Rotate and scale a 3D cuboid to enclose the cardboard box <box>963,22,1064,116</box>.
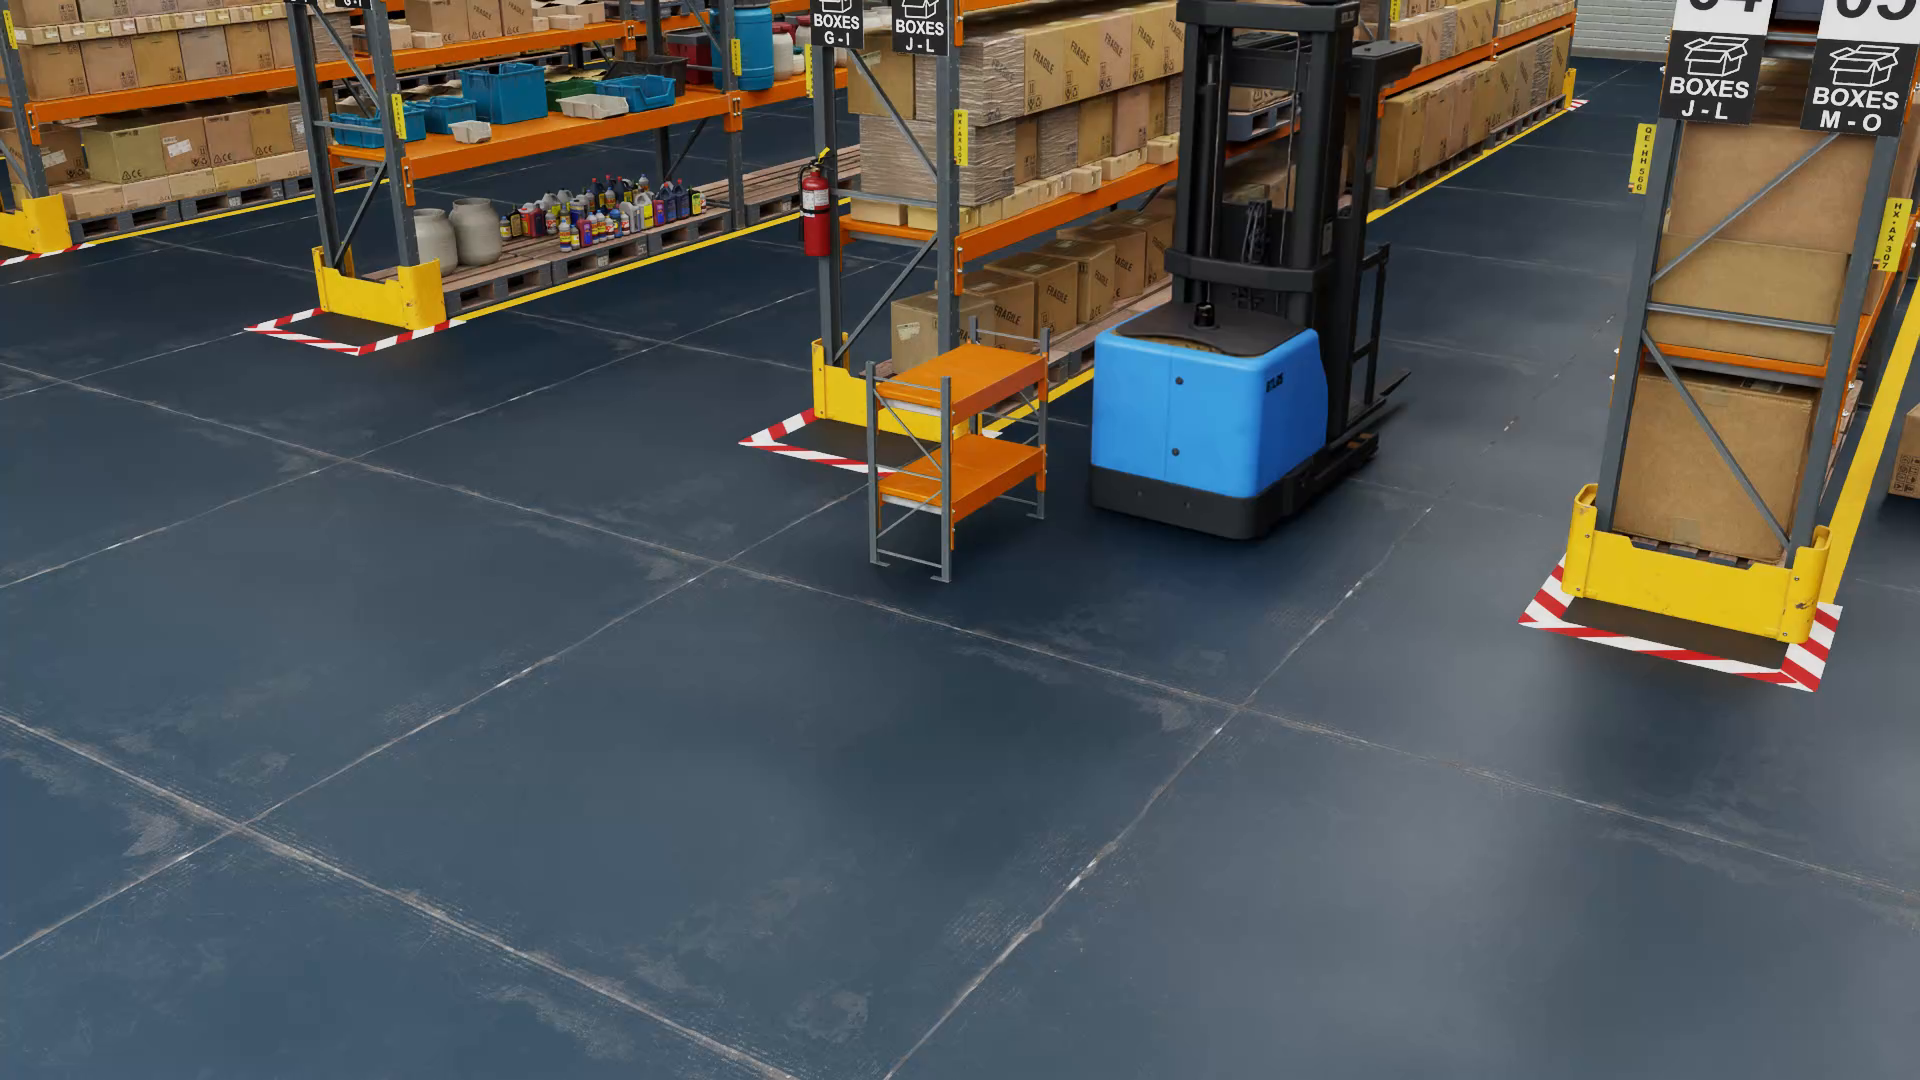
[{"bbox_3d":[0.333,-3.060,10.784,0.500,0.500,0.500,14,27,29],"label":"cardboard box"}]

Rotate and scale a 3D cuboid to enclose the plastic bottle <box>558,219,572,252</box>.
[{"bbox_3d":[-3.445,-2.658,14.494,0.097,0.271,0.097,0,23,0],"label":"plastic bottle"}]

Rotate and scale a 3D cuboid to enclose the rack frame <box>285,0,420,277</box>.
[{"bbox_3d":[-4.666,-3.161,12.776,1.000,3.000,0.127,14,27,29],"label":"rack frame"}]

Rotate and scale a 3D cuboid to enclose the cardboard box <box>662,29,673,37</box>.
[{"bbox_3d":[-5.456,-9.087,29.083,0.700,0.500,0.500,13,27,27],"label":"cardboard box"}]

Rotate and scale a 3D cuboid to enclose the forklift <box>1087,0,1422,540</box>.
[{"bbox_3d":[1.969,-1.880,9.902,1.130,2.935,3.031,15,27,31],"label":"forklift"}]

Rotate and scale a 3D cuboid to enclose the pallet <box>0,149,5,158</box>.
[{"bbox_3d":[-11.940,-4.660,19.749,1.003,0.211,1.213,14,27,29],"label":"pallet"}]

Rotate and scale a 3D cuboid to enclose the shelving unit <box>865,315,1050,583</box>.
[{"bbox_3d":[0.004,-0.518,9.032,0.538,1.125,1.048,14,27,29],"label":"shelving unit"}]

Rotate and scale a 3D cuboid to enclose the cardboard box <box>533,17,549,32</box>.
[{"bbox_3d":[-5.277,-6.343,20.443,0.380,0.149,0.250,16,28,33],"label":"cardboard box"}]

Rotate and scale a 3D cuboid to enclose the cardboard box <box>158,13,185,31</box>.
[{"bbox_3d":[-7.805,-5.066,16.235,0.380,0.149,0.250,13,27,28],"label":"cardboard box"}]

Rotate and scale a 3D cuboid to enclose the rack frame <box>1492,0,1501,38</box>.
[{"bbox_3d":[5.871,-6.173,19.734,1.000,3.000,0.127,14,27,29],"label":"rack frame"}]

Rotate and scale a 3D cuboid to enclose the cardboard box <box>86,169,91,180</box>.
[{"bbox_3d":[-8.587,-3.545,16.597,0.500,0.250,0.500,14,27,29],"label":"cardboard box"}]

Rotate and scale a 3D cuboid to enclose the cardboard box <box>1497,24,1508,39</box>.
[{"bbox_3d":[6.310,-6.088,19.854,0.380,0.149,0.250,14,27,29],"label":"cardboard box"}]

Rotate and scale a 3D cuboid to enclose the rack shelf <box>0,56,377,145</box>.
[{"bbox_3d":[-7.818,-4.545,16.879,1.077,0.370,4.000,14,27,29],"label":"rack shelf"}]

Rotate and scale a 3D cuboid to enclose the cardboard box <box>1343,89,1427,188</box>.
[{"bbox_3d":[4.143,-4.269,17.483,1.225,0.875,0.875,12,26,27],"label":"cardboard box"}]

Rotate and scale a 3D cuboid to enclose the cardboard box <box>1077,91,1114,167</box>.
[{"bbox_3d":[0.591,-3.005,11.916,0.875,0.500,0.500,14,27,29],"label":"cardboard box"}]

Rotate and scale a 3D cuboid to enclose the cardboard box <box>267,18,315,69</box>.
[{"bbox_3d":[-7.264,-5.266,17.512,0.700,0.500,0.500,14,27,28],"label":"cardboard box"}]

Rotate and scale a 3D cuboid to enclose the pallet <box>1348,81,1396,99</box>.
[{"bbox_3d":[3.476,-4.472,16.047,1.213,0.211,1.003,14,27,29],"label":"pallet"}]

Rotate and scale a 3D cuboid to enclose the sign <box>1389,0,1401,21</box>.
[{"bbox_3d":[4.227,-5.208,16.146,0.100,0.325,0.005,14,27,29],"label":"sign"}]

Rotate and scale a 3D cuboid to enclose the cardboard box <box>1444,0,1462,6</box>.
[{"bbox_3d":[5.170,-6.233,18.484,0.797,0.503,0.637,14,27,30],"label":"cardboard box"}]

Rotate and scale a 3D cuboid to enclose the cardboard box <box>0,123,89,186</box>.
[{"bbox_3d":[-8.843,-3.719,16.053,0.500,0.500,0.500,14,27,29],"label":"cardboard box"}]

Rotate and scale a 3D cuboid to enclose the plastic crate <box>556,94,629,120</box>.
[{"bbox_3d":[-3.198,-3.789,14.559,0.530,0.136,0.437,14,27,29],"label":"plastic crate"}]

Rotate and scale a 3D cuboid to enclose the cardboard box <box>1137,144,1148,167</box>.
[{"bbox_3d":[1.184,-2.905,12.501,0.380,0.149,0.250,14,27,29],"label":"cardboard box"}]

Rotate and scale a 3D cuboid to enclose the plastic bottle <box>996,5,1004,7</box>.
[{"bbox_3d":[0.485,-6.687,21.078,0.152,0.276,0.135,14,27,29],"label":"plastic bottle"}]

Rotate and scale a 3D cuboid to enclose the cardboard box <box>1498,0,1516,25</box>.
[{"bbox_3d":[6.342,-6.345,19.945,0.500,0.250,0.500,13,27,28],"label":"cardboard box"}]

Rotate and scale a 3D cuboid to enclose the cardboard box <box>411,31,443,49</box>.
[{"bbox_3d":[-6.122,-5.691,18.937,0.380,0.149,0.250,14,27,29],"label":"cardboard box"}]

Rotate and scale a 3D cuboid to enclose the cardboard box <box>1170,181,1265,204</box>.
[{"bbox_3d":[2.261,-2.888,14.738,0.700,0.500,0.500,14,27,29],"label":"cardboard box"}]

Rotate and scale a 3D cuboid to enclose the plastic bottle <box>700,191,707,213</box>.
[{"bbox_3d":[-2.483,-3.241,15.930,0.097,0.201,0.097,0,23,0],"label":"plastic bottle"}]

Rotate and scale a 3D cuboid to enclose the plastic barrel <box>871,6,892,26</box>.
[{"bbox_3d":[-0.808,-5.521,18.086,0.421,0.512,0.421,0,23,0],"label":"plastic barrel"}]

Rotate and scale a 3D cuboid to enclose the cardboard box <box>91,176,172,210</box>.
[{"bbox_3d":[-8.140,-3.435,16.342,0.500,0.250,0.500,14,27,29],"label":"cardboard box"}]

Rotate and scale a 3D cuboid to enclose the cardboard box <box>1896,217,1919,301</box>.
[{"bbox_3d":[7.066,-2.428,13.385,1.050,0.750,0.750,14,27,30],"label":"cardboard box"}]

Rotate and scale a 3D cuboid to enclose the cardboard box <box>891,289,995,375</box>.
[{"bbox_3d":[-0.115,-1.376,11.271,0.500,0.500,0.500,20,30,38],"label":"cardboard box"}]

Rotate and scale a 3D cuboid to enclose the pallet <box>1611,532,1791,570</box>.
[{"bbox_3d":[4.057,-0.056,9.114,1.003,0.211,1.213,14,27,29],"label":"pallet"}]

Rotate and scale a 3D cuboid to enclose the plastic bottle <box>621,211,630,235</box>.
[{"bbox_3d":[-3.051,-2.878,15.090,0.097,0.201,0.097,0,23,0],"label":"plastic bottle"}]

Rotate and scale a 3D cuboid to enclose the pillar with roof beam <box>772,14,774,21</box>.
[{"bbox_3d":[-0.296,-13.581,29.294,9.100,9.000,0.400,14,27,29],"label":"pillar with roof beam"}]

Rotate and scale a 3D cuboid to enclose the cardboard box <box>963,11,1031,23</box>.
[{"bbox_3d":[0.146,-3.340,11.431,0.500,0.500,0.500,14,27,29],"label":"cardboard box"}]

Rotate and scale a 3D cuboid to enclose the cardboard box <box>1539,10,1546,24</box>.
[{"bbox_3d":[7.267,-6.703,21.274,0.380,0.149,0.250,14,27,30],"label":"cardboard box"}]

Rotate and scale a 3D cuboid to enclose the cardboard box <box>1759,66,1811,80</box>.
[{"bbox_3d":[4.722,-2.303,9.246,0.875,0.550,0.500,14,27,29],"label":"cardboard box"}]

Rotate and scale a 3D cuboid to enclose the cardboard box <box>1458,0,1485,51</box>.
[{"bbox_3d":[5.590,-5.839,18.835,0.500,0.500,0.500,15,27,31],"label":"cardboard box"}]

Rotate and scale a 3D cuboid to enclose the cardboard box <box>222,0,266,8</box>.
[{"bbox_3d":[-7.522,-5.701,16.884,0.700,0.500,0.500,14,27,29],"label":"cardboard box"}]

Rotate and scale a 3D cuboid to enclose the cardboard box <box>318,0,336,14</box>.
[{"bbox_3d":[-6.856,-5.674,17.639,0.380,0.149,0.250,13,27,28],"label":"cardboard box"}]

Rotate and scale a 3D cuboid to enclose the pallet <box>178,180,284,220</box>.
[{"bbox_3d":[-7.860,-3.598,17.295,1.003,0.211,1.213,14,27,29],"label":"pallet"}]

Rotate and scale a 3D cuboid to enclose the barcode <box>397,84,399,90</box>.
[{"bbox_3d":[-6.274,-5.045,18.512,0.001,0.075,0.075,14,27,29],"label":"barcode"}]

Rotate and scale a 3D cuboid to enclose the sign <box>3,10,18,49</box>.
[{"bbox_3d":[-8.404,-4.516,14.716,0.100,0.325,0.005,14,27,29],"label":"sign"}]

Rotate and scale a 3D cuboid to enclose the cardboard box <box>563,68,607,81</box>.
[{"bbox_3d":[-4.720,-5.860,21.238,0.500,0.311,0.500,15,27,30],"label":"cardboard box"}]

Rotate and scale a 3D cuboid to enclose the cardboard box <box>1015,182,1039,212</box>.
[{"bbox_3d":[0.301,-2.304,11.114,0.380,0.149,0.250,14,27,29],"label":"cardboard box"}]

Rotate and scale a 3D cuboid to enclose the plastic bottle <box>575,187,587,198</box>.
[{"bbox_3d":[-3.557,-3.170,15.663,0.061,0.283,0.133,15,28,31],"label":"plastic bottle"}]

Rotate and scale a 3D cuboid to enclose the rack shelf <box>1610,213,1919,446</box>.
[{"bbox_3d":[4.757,-1.395,9.601,1.077,0.370,4.000,14,27,29],"label":"rack shelf"}]

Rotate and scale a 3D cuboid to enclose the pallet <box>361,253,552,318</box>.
[{"bbox_3d":[-4.233,-2.190,14.043,1.003,0.211,1.213,14,27,29],"label":"pallet"}]

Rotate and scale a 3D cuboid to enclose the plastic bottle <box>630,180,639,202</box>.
[{"bbox_3d":[-3.153,-3.314,15.995,0.061,0.283,0.133,14,27,29],"label":"plastic bottle"}]

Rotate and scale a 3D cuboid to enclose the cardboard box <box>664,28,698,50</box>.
[{"bbox_3d":[-3.796,-7.030,23.363,0.500,0.250,0.500,13,27,28],"label":"cardboard box"}]

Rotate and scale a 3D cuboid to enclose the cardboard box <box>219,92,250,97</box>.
[{"bbox_3d":[-10.065,-6.243,22.487,0.700,0.500,0.500,14,27,30],"label":"cardboard box"}]

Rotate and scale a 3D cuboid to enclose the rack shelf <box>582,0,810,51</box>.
[{"bbox_3d":[-3.598,-7.245,23.116,1.077,0.370,4.000,14,27,29],"label":"rack shelf"}]
